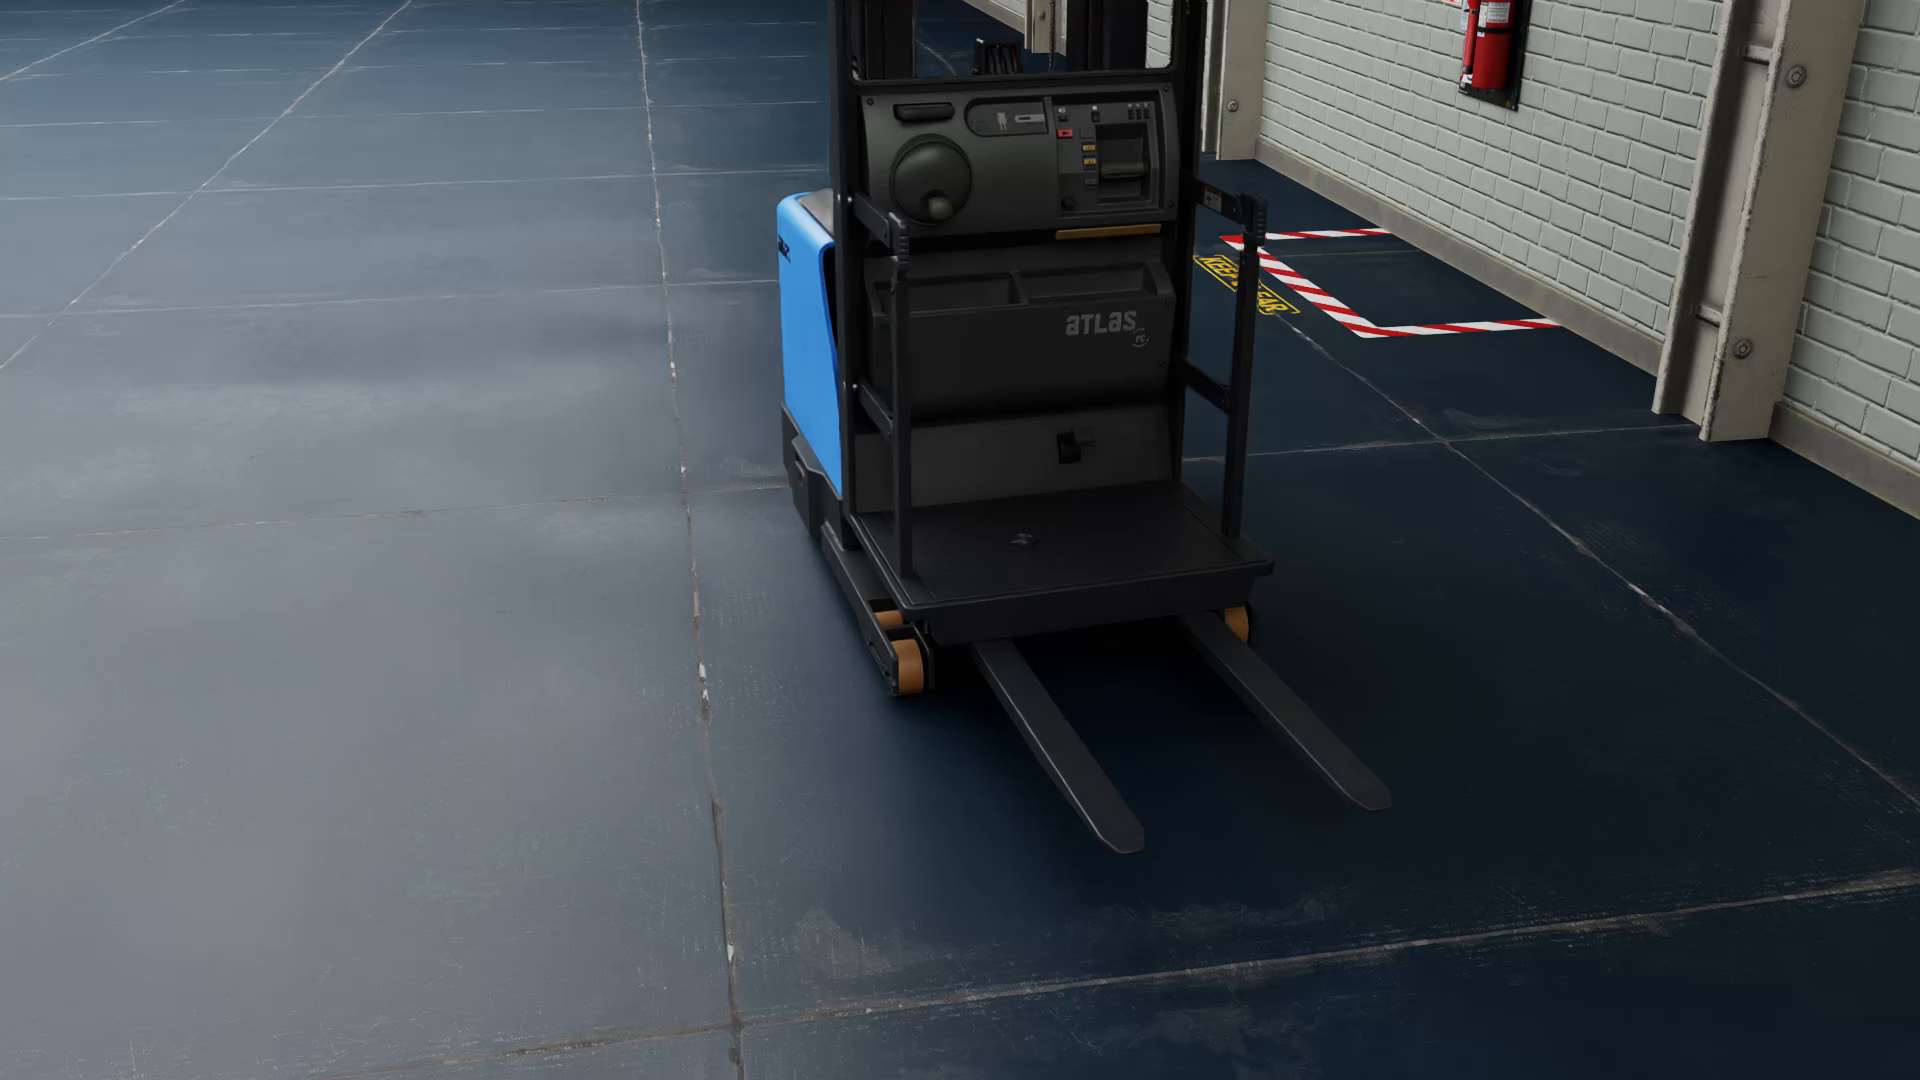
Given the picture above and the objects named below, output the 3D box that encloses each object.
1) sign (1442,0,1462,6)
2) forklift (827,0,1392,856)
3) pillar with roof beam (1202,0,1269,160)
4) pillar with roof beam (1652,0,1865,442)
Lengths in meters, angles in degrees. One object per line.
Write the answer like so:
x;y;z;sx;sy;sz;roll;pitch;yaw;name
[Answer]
2.678;-3.073;8.993;0.001;0.329;0.234;-4;24;-10;sign
0.234;-1.072;4.542;1.110;2.935;3.031;-7;24;-15;forklift
-2.242;-6.647;9.726;9.100;9.000;0.400;-4;24;-10;pillar with roof beam
-1.133;-4.287;4.323;9.100;9.000;0.400;-4;24;-10;pillar with roof beam
